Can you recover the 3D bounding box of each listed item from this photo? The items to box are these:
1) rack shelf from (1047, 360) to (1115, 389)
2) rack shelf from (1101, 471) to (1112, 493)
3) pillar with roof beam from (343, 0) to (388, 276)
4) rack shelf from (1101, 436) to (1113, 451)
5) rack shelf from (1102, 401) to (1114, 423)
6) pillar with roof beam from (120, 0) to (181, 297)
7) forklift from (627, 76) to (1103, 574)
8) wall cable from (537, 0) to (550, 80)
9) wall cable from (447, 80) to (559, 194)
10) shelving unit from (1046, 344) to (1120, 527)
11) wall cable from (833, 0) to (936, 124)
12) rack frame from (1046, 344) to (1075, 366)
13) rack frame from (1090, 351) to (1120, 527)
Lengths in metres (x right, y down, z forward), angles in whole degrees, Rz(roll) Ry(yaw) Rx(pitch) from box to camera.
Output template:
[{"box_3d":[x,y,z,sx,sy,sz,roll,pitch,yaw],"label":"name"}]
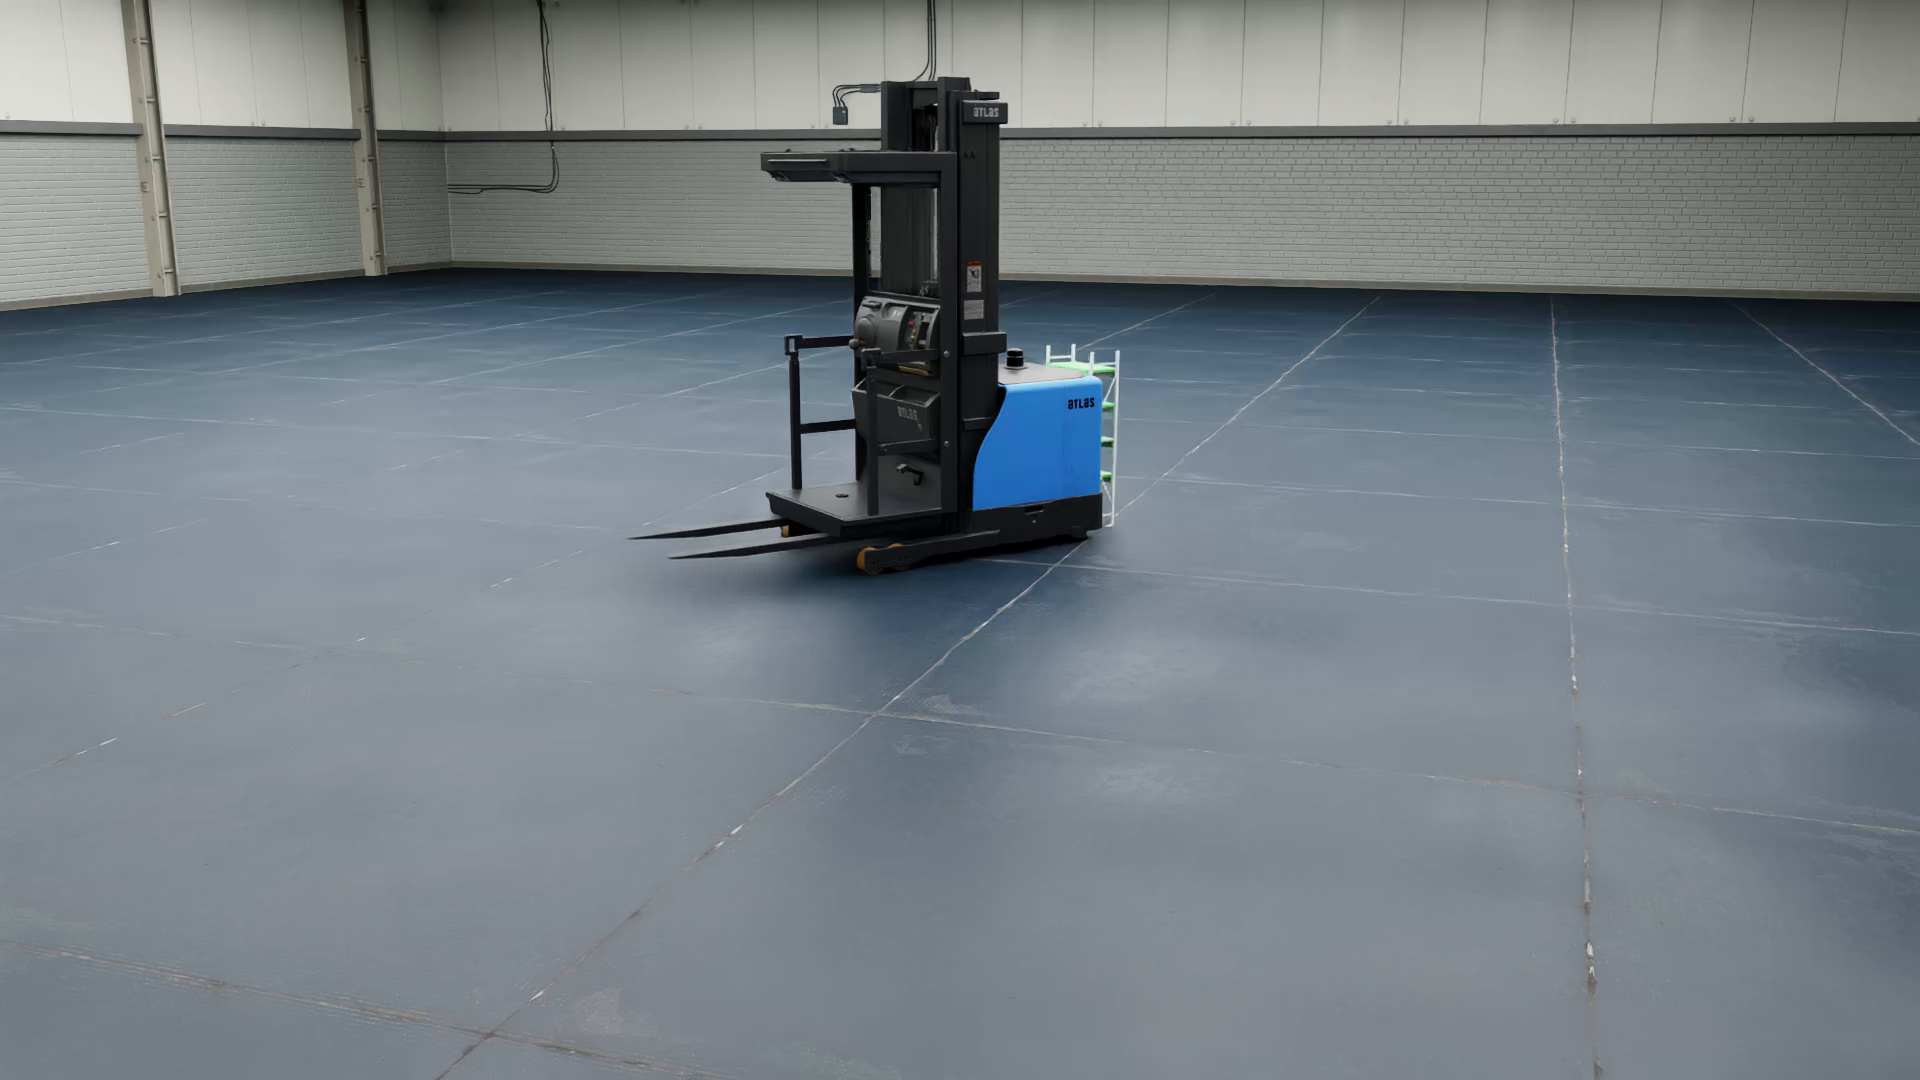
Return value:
[{"box_3d":[0.831,-1.124,11.334,0.258,0.148,0.480,-7,15,-33],"label":"rack shelf"},{"box_3d":[0.819,-0.420,11.487,0.258,0.148,0.480,-7,15,-33],"label":"rack shelf"},{"box_3d":[-8.708,-9.876,34.036,9.100,9.000,0.400,4,14,18],"label":"pillar with roof beam"},{"box_3d":[0.823,-0.655,11.436,0.258,0.148,0.480,-7,15,-33],"label":"rack shelf"},{"box_3d":[0.827,-0.889,11.385,0.258,0.148,0.480,-7,15,-33],"label":"rack shelf"},{"box_3d":[-10.649,-8.613,28.501,9.100,9.000,0.400,4,14,18],"label":"pillar with roof beam"},{"box_3d":[-0.572,-1.353,10.330,3.031,2.935,1.130,-8,15,-32],"label":"forklift"},{"box_3d":[-8.017,-11.465,36.624,3.097,2.526,0.112,4,14,18],"label":"wall cable"},{"box_3d":[-10.577,-9.197,38.040,3.097,2.526,0.112,4,14,18],"label":"wall cable"},{"box_3d":[0.824,-0.717,11.423,0.258,1.200,0.503,-7,15,-33],"label":"shelving unit"},{"box_3d":[-1.599,-11.682,34.306,2.305,6.003,0.169,4,14,18],"label":"wall cable"},{"box_3d":[0.689,-0.763,11.621,0.240,1.200,0.015,-7,15,-33],"label":"rack frame"},{"box_3d":[0.959,-0.672,11.225,0.240,1.200,0.015,-7,15,-33],"label":"rack frame"}]
